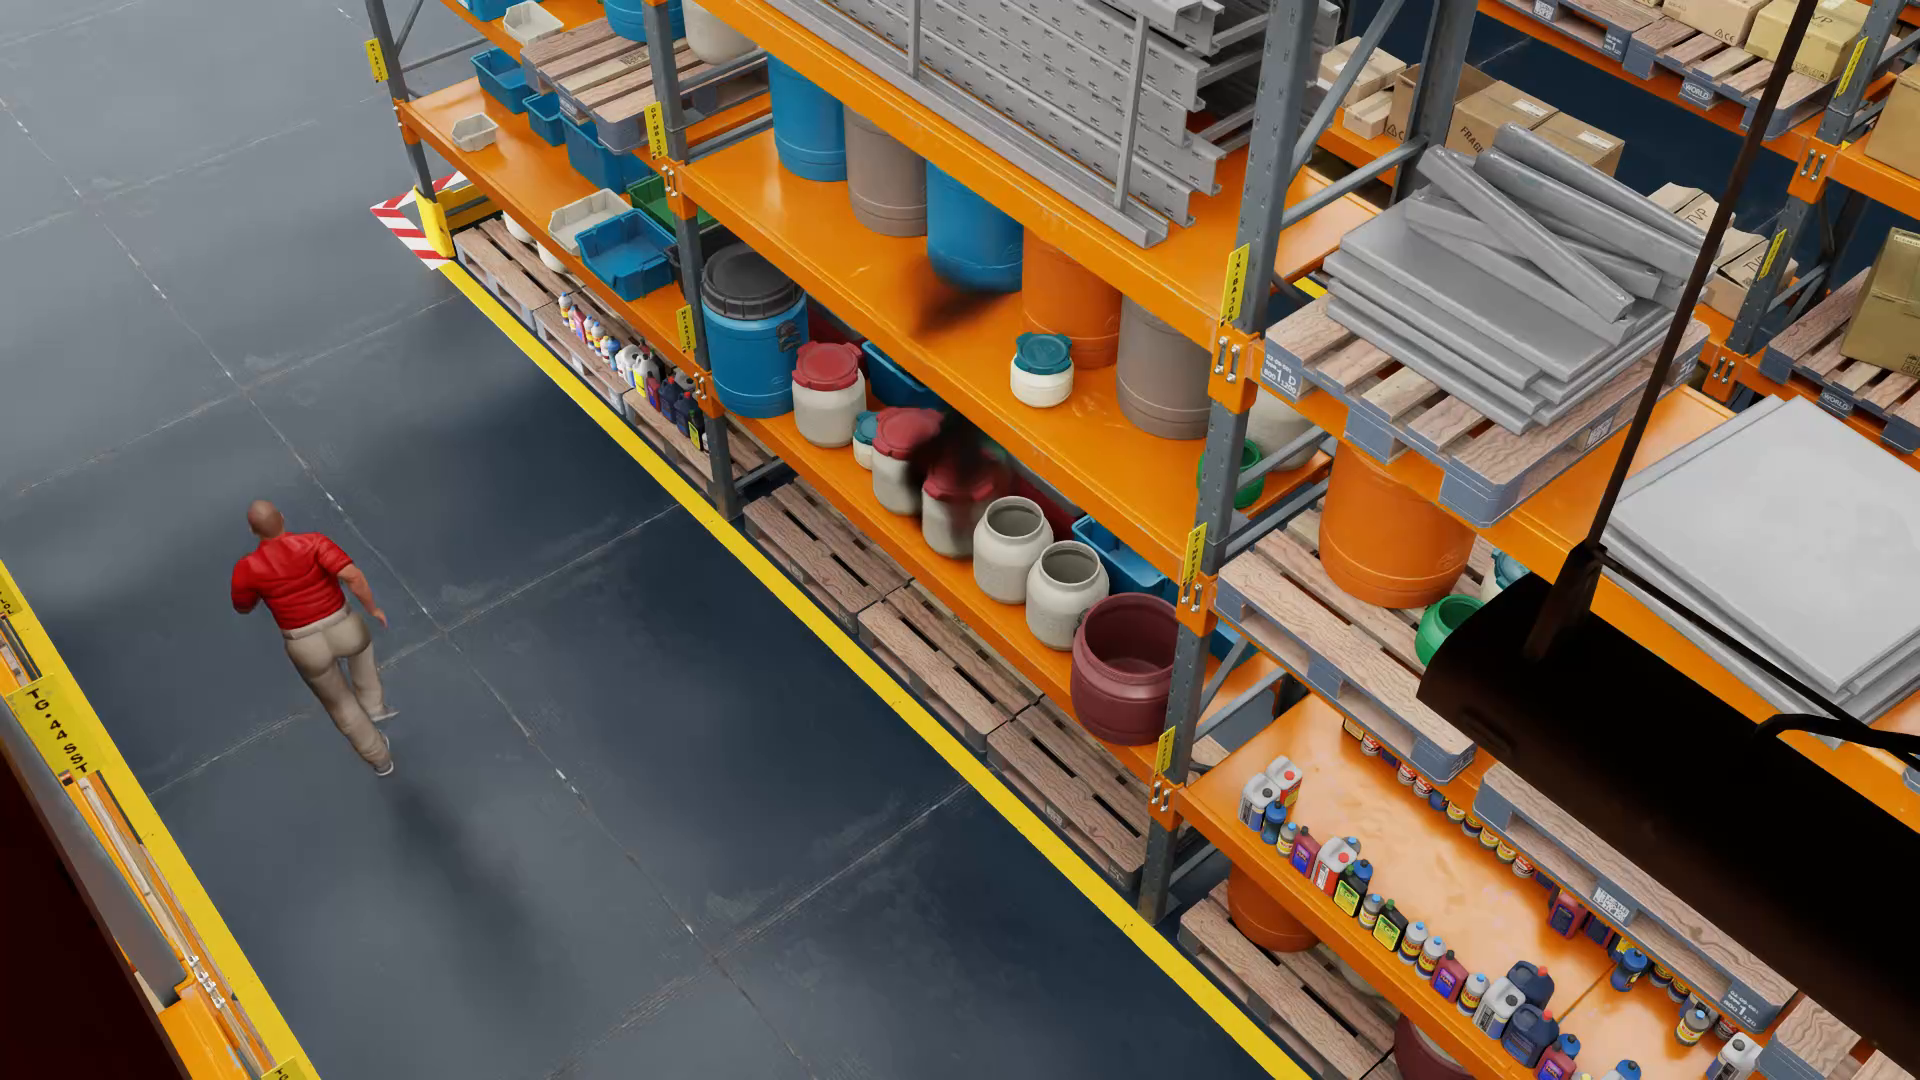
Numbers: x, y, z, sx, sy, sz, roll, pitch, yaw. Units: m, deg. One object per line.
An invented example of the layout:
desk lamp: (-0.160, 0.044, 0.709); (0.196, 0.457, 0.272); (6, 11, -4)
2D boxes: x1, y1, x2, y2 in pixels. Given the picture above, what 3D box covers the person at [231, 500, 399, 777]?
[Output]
person: (-3.478, 0.516, 9.038); (0.666, 1.698, 0.971); (-25, 52, -22)
